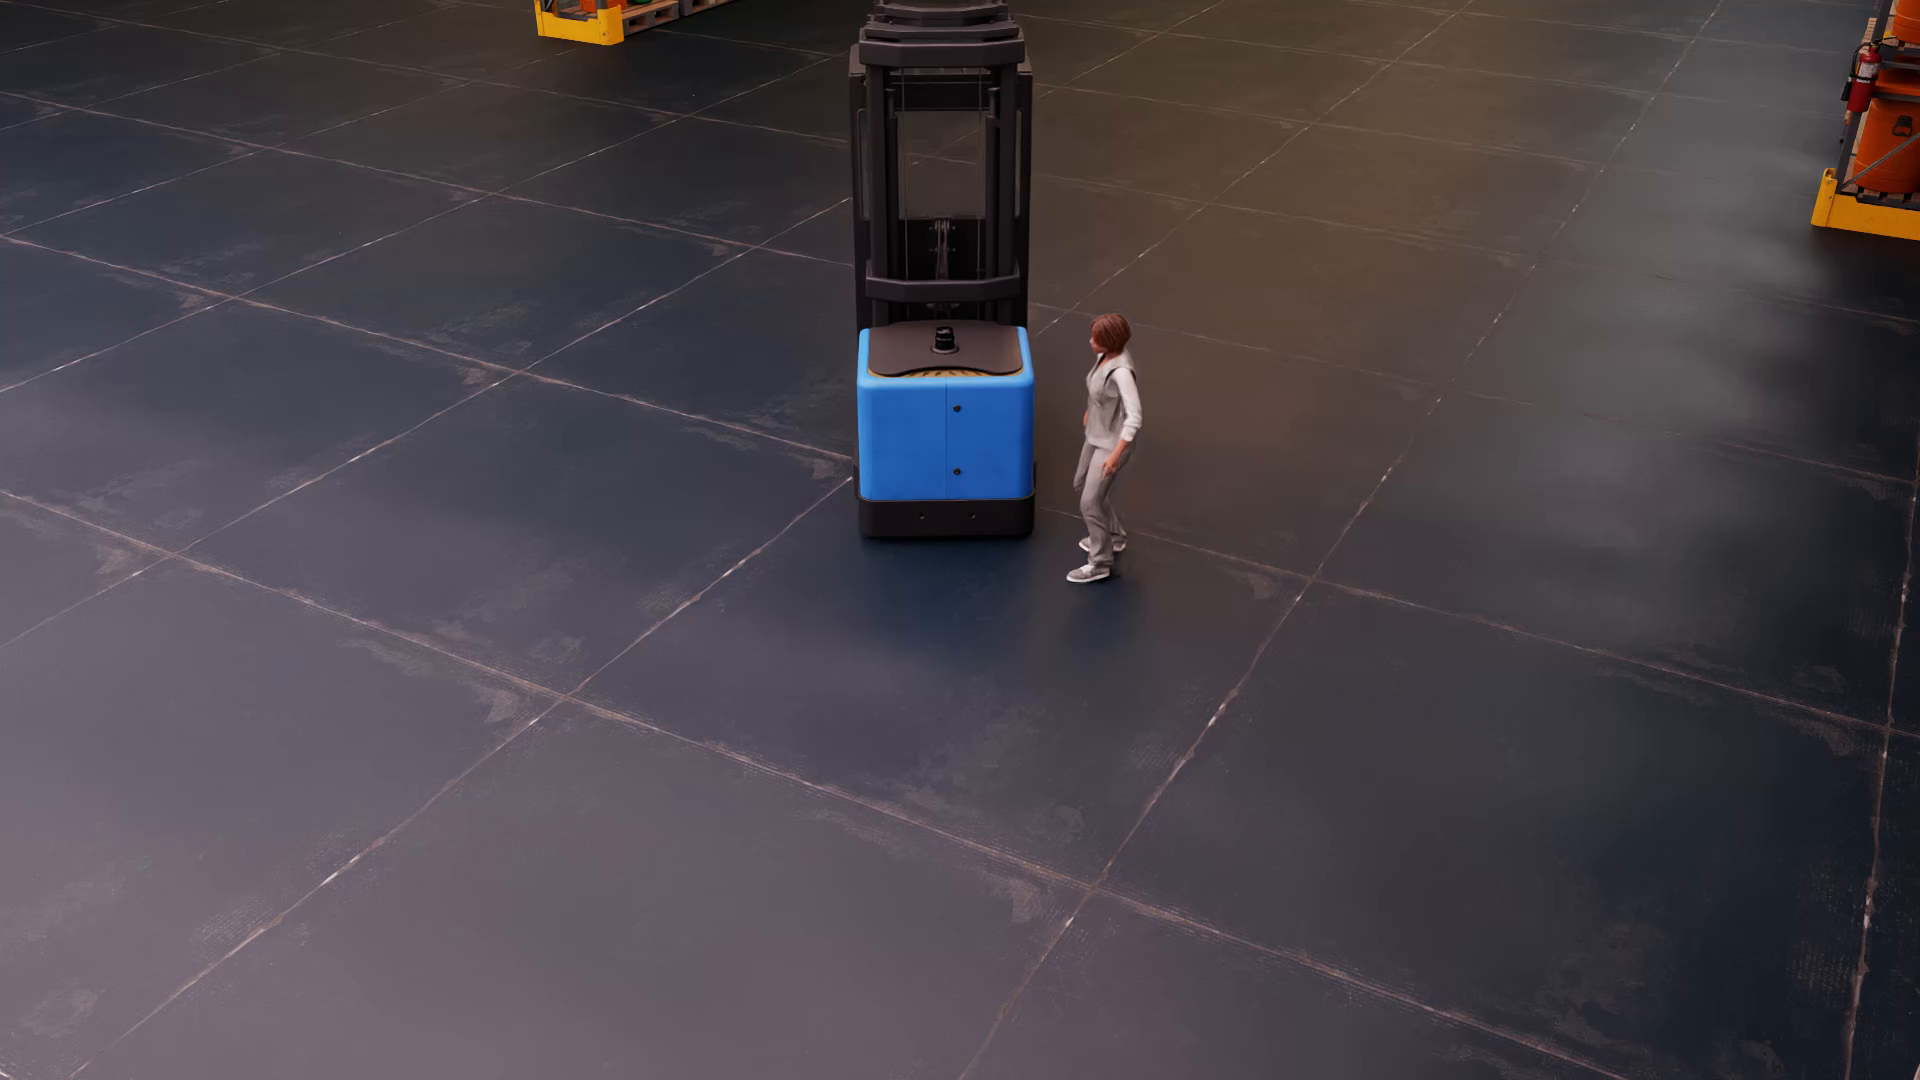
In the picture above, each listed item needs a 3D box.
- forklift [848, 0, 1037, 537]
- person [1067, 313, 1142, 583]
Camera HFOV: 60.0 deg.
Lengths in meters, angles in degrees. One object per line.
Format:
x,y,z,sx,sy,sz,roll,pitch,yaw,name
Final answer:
-0.123,-1.989,10.517,1.130,2.935,3.031,-1,30,-2,forklift
0.792,-0.559,9.417,0.412,1.553,0.694,-3,30,-6,person
